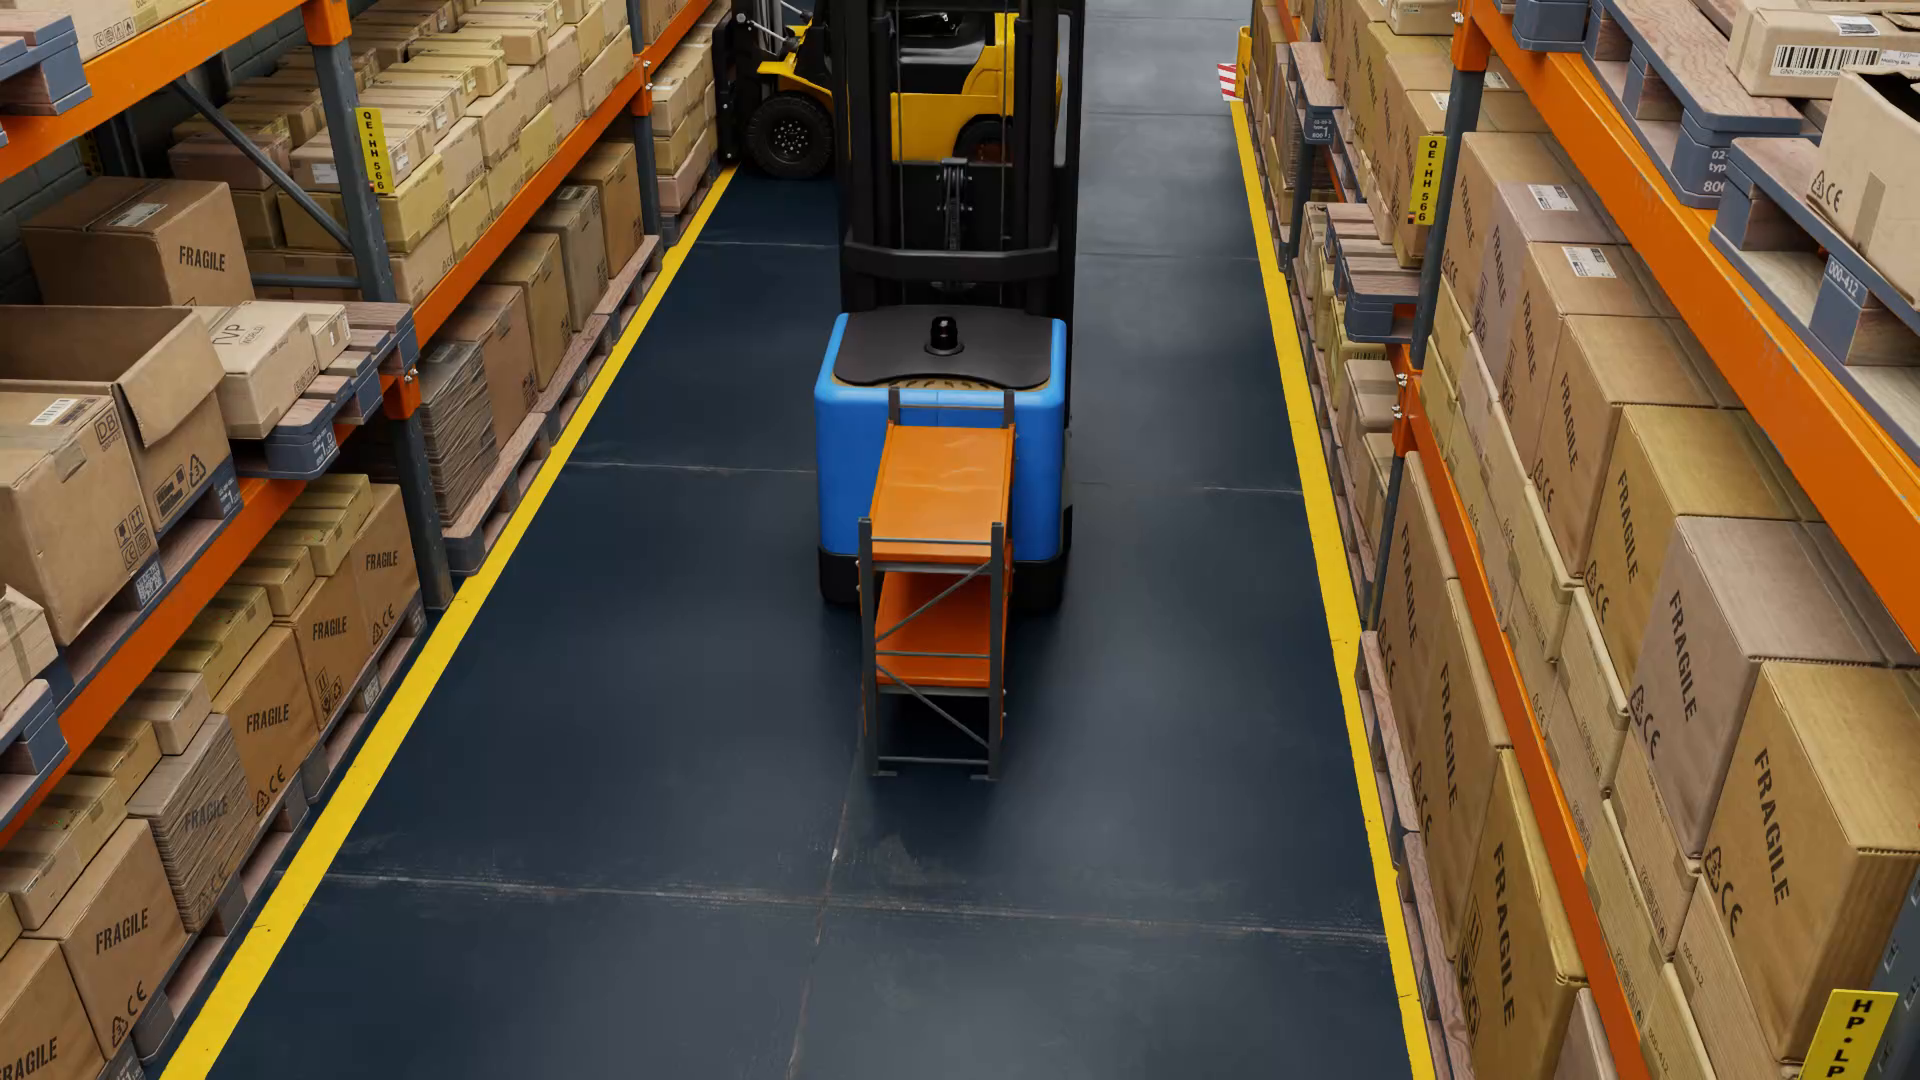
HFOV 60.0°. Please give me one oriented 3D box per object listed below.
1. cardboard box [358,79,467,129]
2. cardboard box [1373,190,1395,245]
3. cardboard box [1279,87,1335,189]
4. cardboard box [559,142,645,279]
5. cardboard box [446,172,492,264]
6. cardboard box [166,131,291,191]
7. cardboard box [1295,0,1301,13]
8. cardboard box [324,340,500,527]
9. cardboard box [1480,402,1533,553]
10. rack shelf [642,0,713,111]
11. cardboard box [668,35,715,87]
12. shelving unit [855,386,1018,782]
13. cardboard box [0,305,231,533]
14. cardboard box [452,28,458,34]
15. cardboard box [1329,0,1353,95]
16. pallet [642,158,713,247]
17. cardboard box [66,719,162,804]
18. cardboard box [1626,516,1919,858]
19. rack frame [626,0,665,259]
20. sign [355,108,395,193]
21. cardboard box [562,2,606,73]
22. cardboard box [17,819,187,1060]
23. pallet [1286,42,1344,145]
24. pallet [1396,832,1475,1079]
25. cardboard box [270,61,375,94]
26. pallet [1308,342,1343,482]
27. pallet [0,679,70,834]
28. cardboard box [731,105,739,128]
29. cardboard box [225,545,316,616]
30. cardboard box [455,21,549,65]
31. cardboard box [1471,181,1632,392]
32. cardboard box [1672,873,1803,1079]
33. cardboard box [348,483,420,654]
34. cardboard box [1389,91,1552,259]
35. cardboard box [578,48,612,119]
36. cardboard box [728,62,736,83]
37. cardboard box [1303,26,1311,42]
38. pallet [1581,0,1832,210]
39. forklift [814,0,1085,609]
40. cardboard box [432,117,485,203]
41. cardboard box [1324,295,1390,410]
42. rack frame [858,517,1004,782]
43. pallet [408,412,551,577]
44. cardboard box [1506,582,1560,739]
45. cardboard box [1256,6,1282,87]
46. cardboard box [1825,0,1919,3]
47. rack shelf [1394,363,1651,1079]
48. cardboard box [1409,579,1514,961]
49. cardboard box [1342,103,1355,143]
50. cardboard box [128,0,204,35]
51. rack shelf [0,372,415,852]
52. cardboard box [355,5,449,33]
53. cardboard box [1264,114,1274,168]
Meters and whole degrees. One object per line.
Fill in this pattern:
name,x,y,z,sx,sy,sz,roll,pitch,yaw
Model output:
cardboard box,-2.390,-1.901,7.262,0.380,0.149,0.250,3,32,5
cardboard box,1.931,-1.336,6.897,0.380,0.149,0.250,2,32,4
cardboard box,2.320,-2.545,10.527,0.500,0.500,0.500,2,32,3
cardboard box,-2.440,-2.002,10.002,0.875,0.625,0.625,4,32,6
cardboard box,-2.408,-1.436,7.364,0.500,0.250,0.500,2,32,3
cardboard box,-2.909,-1.513,6.632,0.380,0.149,0.250,3,32,6
cardboard box,2.362,-3.579,10.319,0.500,0.500,0.500,3,32,6
cardboard box,-2.670,-0.509,7.580,0.875,0.625,0.625,3,32,6
cardboard box,1.830,-0.170,4.833,0.500,0.250,0.500,2,32,4
rack shelf,-2.246,-3.847,11.819,1.077,0.370,4.000,2,32,4
cardboard box,-1.976,-3.308,11.527,0.500,0.250,0.500,3,32,6
shelving unit,-0.067,0.151,6.433,0.538,1.125,1.048,2,32,3
cardboard box,-2.683,-0.377,5.004,0.797,0.503,0.637,2,32,3
cardboard box,-2.809,-2.471,8.568,0.500,0.250,0.500,2,32,3
cardboard box,2.121,-2.492,8.156,0.500,0.500,0.500,2,32,4
pallet,-2.302,-2.334,11.336,1.003,0.211,1.213,2,32,4
cardboard box,-2.729,0.681,5.150,0.380,0.149,0.250,3,32,4
cardboard box,1.709,0.303,3.351,0.500,0.500,0.500,3,32,5
rack frame,-2.408,-3.107,9.933,1.000,3.000,0.127,2,32,4
sign,-2.192,-1.457,6.226,0.100,0.325,0.005,2,32,4
cardboard box,-2.228,-2.719,8.970,0.500,0.250,0.500,2,32,3
cardboard box,-2.718,1.178,4.961,0.500,0.500,0.500,2,32,3
pallet,2.332,-2.422,9.004,1.003,0.211,1.213,2,32,4
pallet,1.972,1.427,5.233,1.003,0.211,1.213,2,32,4
cardboard box,-2.868,-2.052,7.507,0.380,0.149,0.250,2,32,4
pallet,2.380,-0.663,8.625,1.003,0.211,1.213,2,32,4
pallet,-2.886,0.745,3.866,1.003,0.211,1.213,2,32,4
cardboard box,-1.926,-3.154,12.230,0.500,0.250,0.500,3,32,6
cardboard box,-2.579,0.143,6.024,0.380,0.149,0.250,1,32,2
cardboard box,-2.234,-2.426,8.115,0.380,0.149,0.250,2,32,3
cardboard box,1.899,-0.766,5.086,0.500,0.500,0.500,3,32,4
cardboard box,1.681,0.896,3.103,0.500,0.250,0.500,2,32,4
cardboard box,-2.554,0.100,6.711,0.500,0.500,0.500,3,32,5
cardboard box,1.973,-1.403,6.388,0.500,0.500,0.500,2,32,3
cardboard box,-2.224,-2.505,9.099,0.500,0.250,0.500,2,32,4
cardboard box,-1.928,-3.358,12.084,0.500,0.250,0.500,2,32,4
cardboard box,2.261,-2.971,9.952,0.380,0.149,0.250,2,32,3
pallet,2.126,-1.078,3.961,1.003,0.211,1.213,4,32,6
forklift,0.005,-1.695,7.707,1.130,2.935,3.031,2,32,3
cardboard box,-2.413,-1.648,7.231,0.500,0.250,0.500,3,32,6
cardboard box,2.389,-0.943,8.526,0.950,0.372,0.625,3,32,6
rack frame,-0.100,0.417,6.001,0.500,1.125,0.032,2,32,3
pallet,-2.628,-0.257,7.966,1.003,0.211,1.213,2,32,4
cardboard box,1.813,0.305,4.539,0.500,0.250,0.500,2,32,4
cardboard box,2.484,-3.620,12.271,0.500,0.500,0.500,1,32,2
cardboard box,2.359,-1.370,3.759,0.500,0.500,0.500,3,32,4
rack shelf,2.051,0.547,4.690,1.077,0.370,4.000,2,32,4
cardboard box,1.998,0.744,5.308,0.875,0.875,0.875,3,32,5
cardboard box,2.045,-2.013,7.997,0.380,0.149,0.250,4,32,6
cardboard box,-2.574,-1.687,4.912,0.500,0.250,0.500,3,32,4
rack shelf,-2.897,0.337,5.031,1.077,0.370,4.000,2,32,4
cardboard box,-2.807,-2.587,8.375,0.380,0.149,0.250,2,32,4
cardboard box,2.399,-2.770,11.607,0.500,0.250,0.500,3,32,5
